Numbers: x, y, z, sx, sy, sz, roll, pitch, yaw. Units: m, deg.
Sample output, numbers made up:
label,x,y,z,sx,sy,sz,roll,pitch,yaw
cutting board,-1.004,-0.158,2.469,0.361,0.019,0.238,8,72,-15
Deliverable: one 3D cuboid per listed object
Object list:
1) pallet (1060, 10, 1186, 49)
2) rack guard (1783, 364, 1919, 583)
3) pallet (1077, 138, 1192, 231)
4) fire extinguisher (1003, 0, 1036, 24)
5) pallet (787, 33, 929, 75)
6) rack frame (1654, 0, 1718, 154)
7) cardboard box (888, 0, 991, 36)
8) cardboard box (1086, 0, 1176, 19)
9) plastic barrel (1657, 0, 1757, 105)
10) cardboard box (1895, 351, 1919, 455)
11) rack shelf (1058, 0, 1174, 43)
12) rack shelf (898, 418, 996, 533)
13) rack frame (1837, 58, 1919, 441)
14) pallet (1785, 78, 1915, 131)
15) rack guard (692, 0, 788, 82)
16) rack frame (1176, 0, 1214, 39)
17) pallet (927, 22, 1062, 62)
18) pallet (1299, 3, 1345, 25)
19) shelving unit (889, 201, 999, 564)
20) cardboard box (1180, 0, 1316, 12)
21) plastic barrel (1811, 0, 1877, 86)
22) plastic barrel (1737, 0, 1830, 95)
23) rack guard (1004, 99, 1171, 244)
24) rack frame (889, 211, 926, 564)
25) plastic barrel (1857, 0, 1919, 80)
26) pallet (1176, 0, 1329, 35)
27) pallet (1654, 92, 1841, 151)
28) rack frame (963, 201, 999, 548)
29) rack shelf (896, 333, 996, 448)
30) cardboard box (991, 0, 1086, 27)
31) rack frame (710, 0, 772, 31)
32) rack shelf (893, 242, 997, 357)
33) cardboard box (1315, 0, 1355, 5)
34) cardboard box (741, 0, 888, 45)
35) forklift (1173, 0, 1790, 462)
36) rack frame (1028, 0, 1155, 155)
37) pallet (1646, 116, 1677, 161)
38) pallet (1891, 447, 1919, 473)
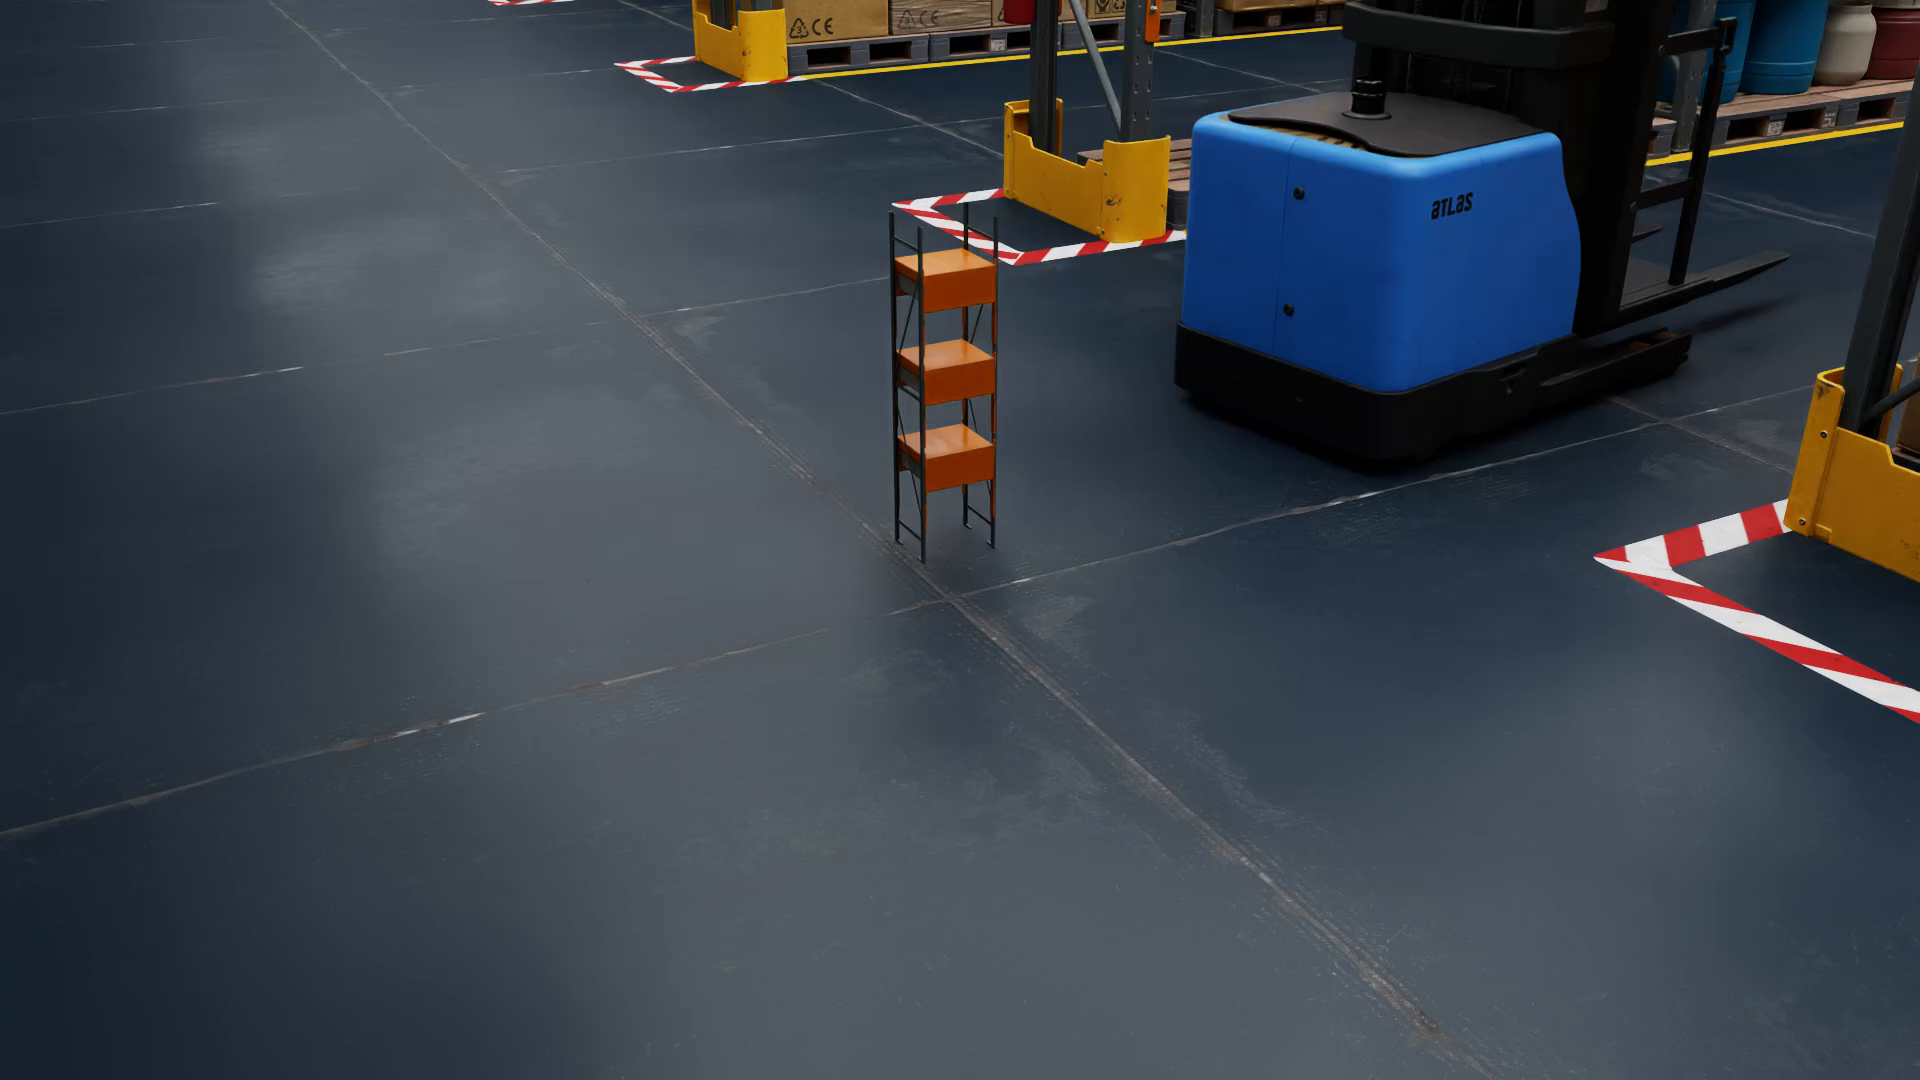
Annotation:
label,x,y,z,sx,sy,sz,roll,pitch,yaw
pallet,1.152,-4.423,14.219,1.213,0.211,1.003,-13,29,-25
rack guard,3.056,-0.095,4.871,0.348,0.500,1.175,-13,29,-25
pallet,1.407,-1.995,9.161,1.213,0.211,1.003,-13,29,-25
fire extinguisher,0.314,-3.039,8.634,0.183,0.674,0.296,-13,29,-25
pallet,-1.001,-3.926,13.184,1.213,0.211,1.003,-13,29,-25
rack frame,4.190,-3.914,9.936,0.127,3.000,1.000,-13,29,-25
cardboard box,-0.340,-4.568,13.269,0.875,0.875,0.875,-13,29,-25
cardboard box,1.240,-4.933,14.028,0.875,0.875,0.875,-13,29,-25
plastic barrel,4.678,-3.261,10.516,0.708,0.901,0.600,-13,29,-25
cardboard box,3.352,-0.483,5.170,0.500,0.500,0.500,-13,29,-25
rack shelf,2.426,-3.182,9.243,4.000,0.370,1.077,-13,29,-25
rack shelf,-0.047,-0.202,5.125,0.240,0.259,0.215,-13,29,-25
rack frame,2.989,-1.207,4.297,0.127,3.000,1.000,-13,29,-25
pallet,5.969,-3.048,11.355,1.213,0.211,1.003,-13,29,-25
rack guard,-1.691,-3.859,12.710,0.348,0.500,1.175,-13,29,-25
rack frame,1.860,-5.805,13.876,0.127,3.000,1.000,-13,29,-25
pallet,0.074,-4.173,13.698,1.213,0.211,1.003,-13,29,-25
pallet,3.583,-4.984,15.387,1.213,0.211,1.003,-13,29,-25
shelving unit,-0.047,-0.462,5.000,0.252,1.050,0.215,-13,29,-25
cardboard box,2.415,-5.175,14.532,0.875,0.875,1.225,-13,29,-25
plastic barrel,5.844,-3.311,11.069,0.421,0.512,0.421,0,26,0
plastic barrel,5.303,-3.406,10.817,0.708,0.901,0.600,-13,29,-25
rack guard,0.646,-1.962,8.759,0.348,0.500,1.175,-13,29,-25
rack frame,-0.155,-0.438,4.948,0.008,1.050,0.200,-13,29,-25
plastic barrel,6.300,-3.494,11.363,0.708,0.588,0.600,-13,29,-25
pallet,2.505,-4.734,14.866,1.213,0.211,1.003,-13,29,-25
pallet,4.891,-2.798,10.833,1.213,0.211,1.003,-13,29,-25
rack frame,0.060,-0.487,5.052,0.008,1.050,0.200,-13,29,-25
rack shelf,-0.047,-0.453,5.005,0.240,0.259,0.215,-13,29,-25
cardboard box,0.446,-4.750,13.646,0.875,0.875,0.875,-13,29,-25
rack frame,-1.670,-4.991,12.179,0.127,3.000,1.000,-13,29,-25
rack shelf,-0.047,-0.709,4.882,0.240,0.259,0.215,-13,29,-25
cardboard box,3.203,-5.357,14.912,0.875,0.875,1.225,-14,29,-27
cardboard box,-1.143,-4.383,12.883,0.875,0.875,0.875,-13,29,-25
forklift,2.284,-2.093,6.222,3.031,2.935,1.130,-19,31,-34
rack frame,0.661,-3.099,8.239,0.127,3.000,1.000,-13,29,-25
pallet,3.560,-2.492,10.197,1.213,0.211,1.003,-13,29,-25
pallet,3.759,-0.128,5.272,1.213,0.211,1.003,-13,29,-25
